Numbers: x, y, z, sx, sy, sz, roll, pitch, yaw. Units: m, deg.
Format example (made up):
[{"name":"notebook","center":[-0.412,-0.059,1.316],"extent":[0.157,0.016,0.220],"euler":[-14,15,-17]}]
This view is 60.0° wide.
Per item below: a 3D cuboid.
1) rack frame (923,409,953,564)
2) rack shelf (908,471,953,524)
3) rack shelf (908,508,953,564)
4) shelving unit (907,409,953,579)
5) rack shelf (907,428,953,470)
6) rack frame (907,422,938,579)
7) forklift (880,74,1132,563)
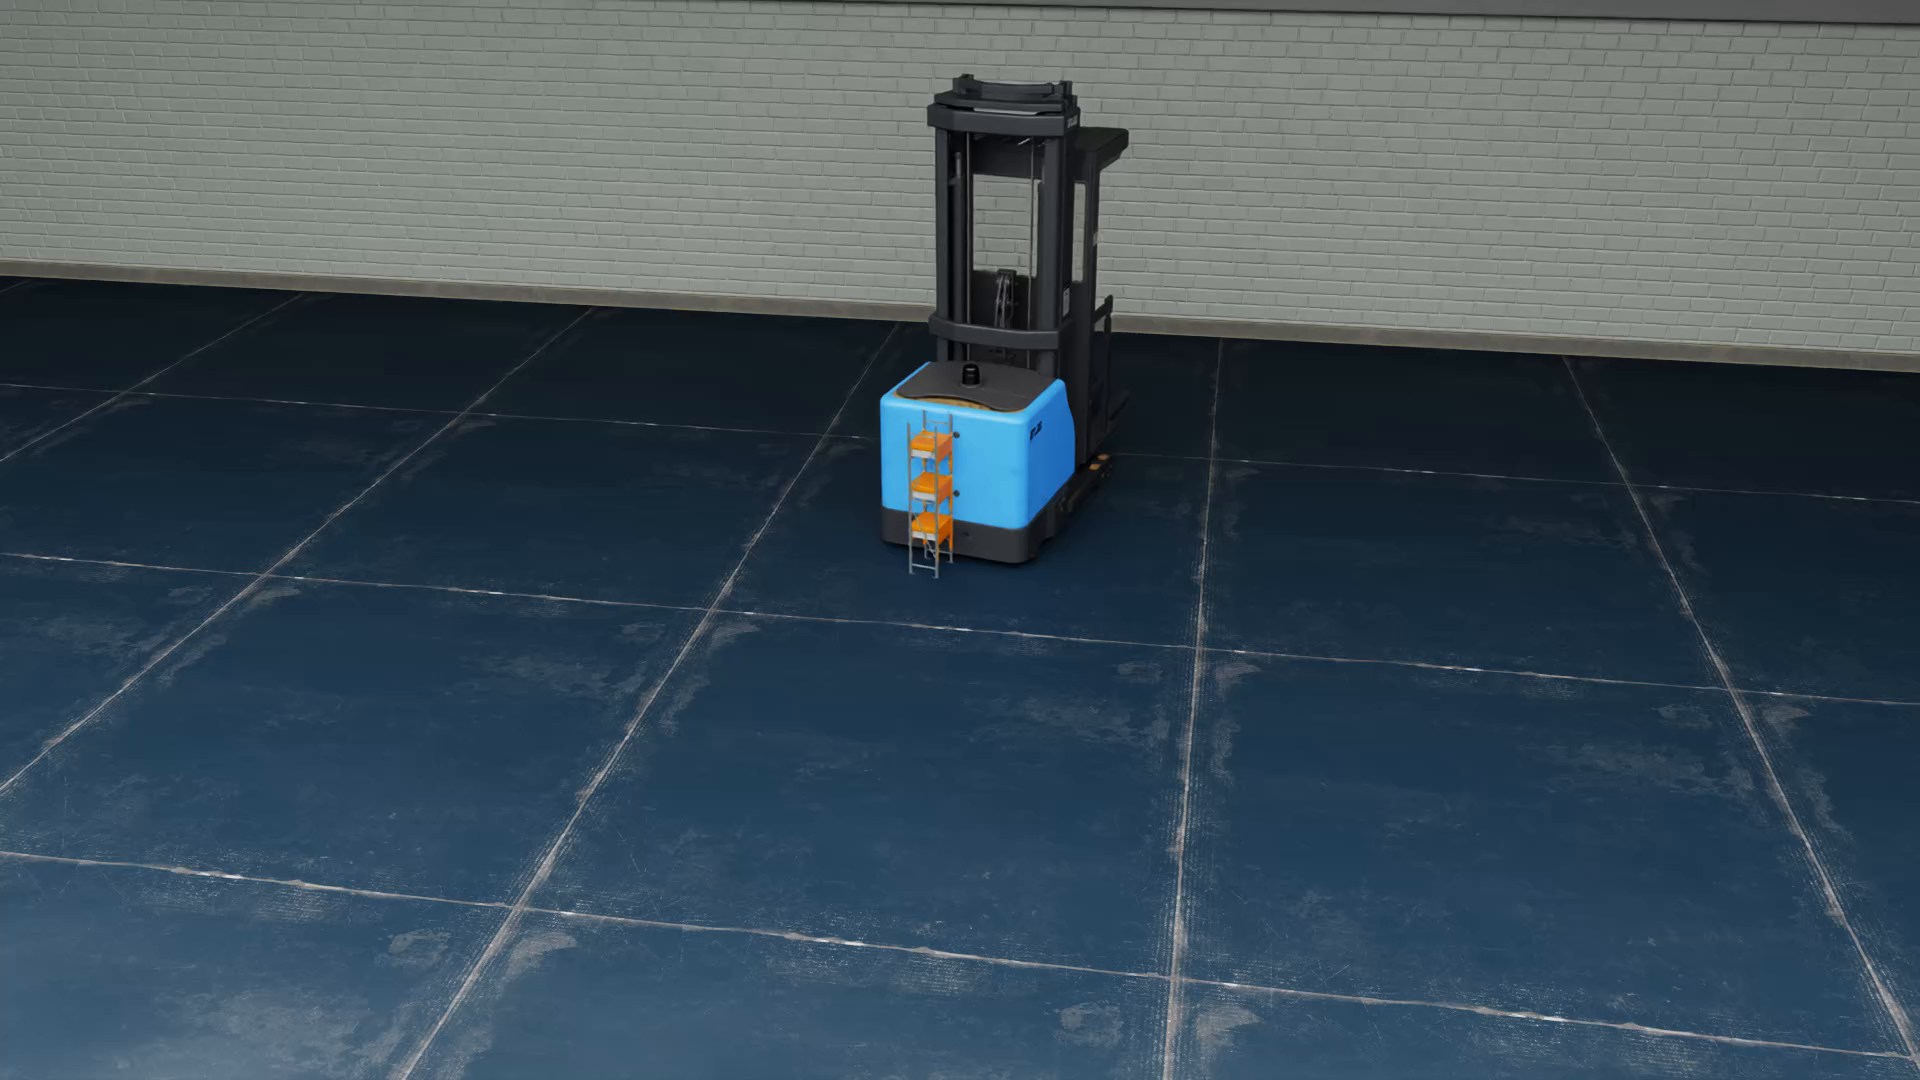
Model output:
[{"name":"rack frame","center":[-0.142,-0.336,10.728],"extent":[0.200,1.050,0.008],"euler":[10,27,20]},{"name":"rack shelf","center":[-0.188,-0.278,10.630],"extent":[0.215,0.259,0.240],"euler":[10,27,20]},{"name":"rack shelf","center":[-0.188,-0.026,10.748],"extent":[0.215,0.259,0.240],"euler":[10,27,20]},{"name":"shelving unit","center":[-0.188,-0.288,10.626],"extent":[0.215,1.050,0.252],"euler":[10,27,20]},{"name":"rack shelf","center":[-0.188,-0.535,10.510],"extent":[0.215,0.259,0.240],"euler":[10,27,20]},{"name":"rack frame","center":[-0.234,-0.240,10.524],"extent":[0.200,1.050,0.008],"euler":[10,27,20]},{"name":"forklift","center":[0.489,-1.776,11.586],"extent":[1.130,2.935,3.031],"euler":[10,27,20]}]
